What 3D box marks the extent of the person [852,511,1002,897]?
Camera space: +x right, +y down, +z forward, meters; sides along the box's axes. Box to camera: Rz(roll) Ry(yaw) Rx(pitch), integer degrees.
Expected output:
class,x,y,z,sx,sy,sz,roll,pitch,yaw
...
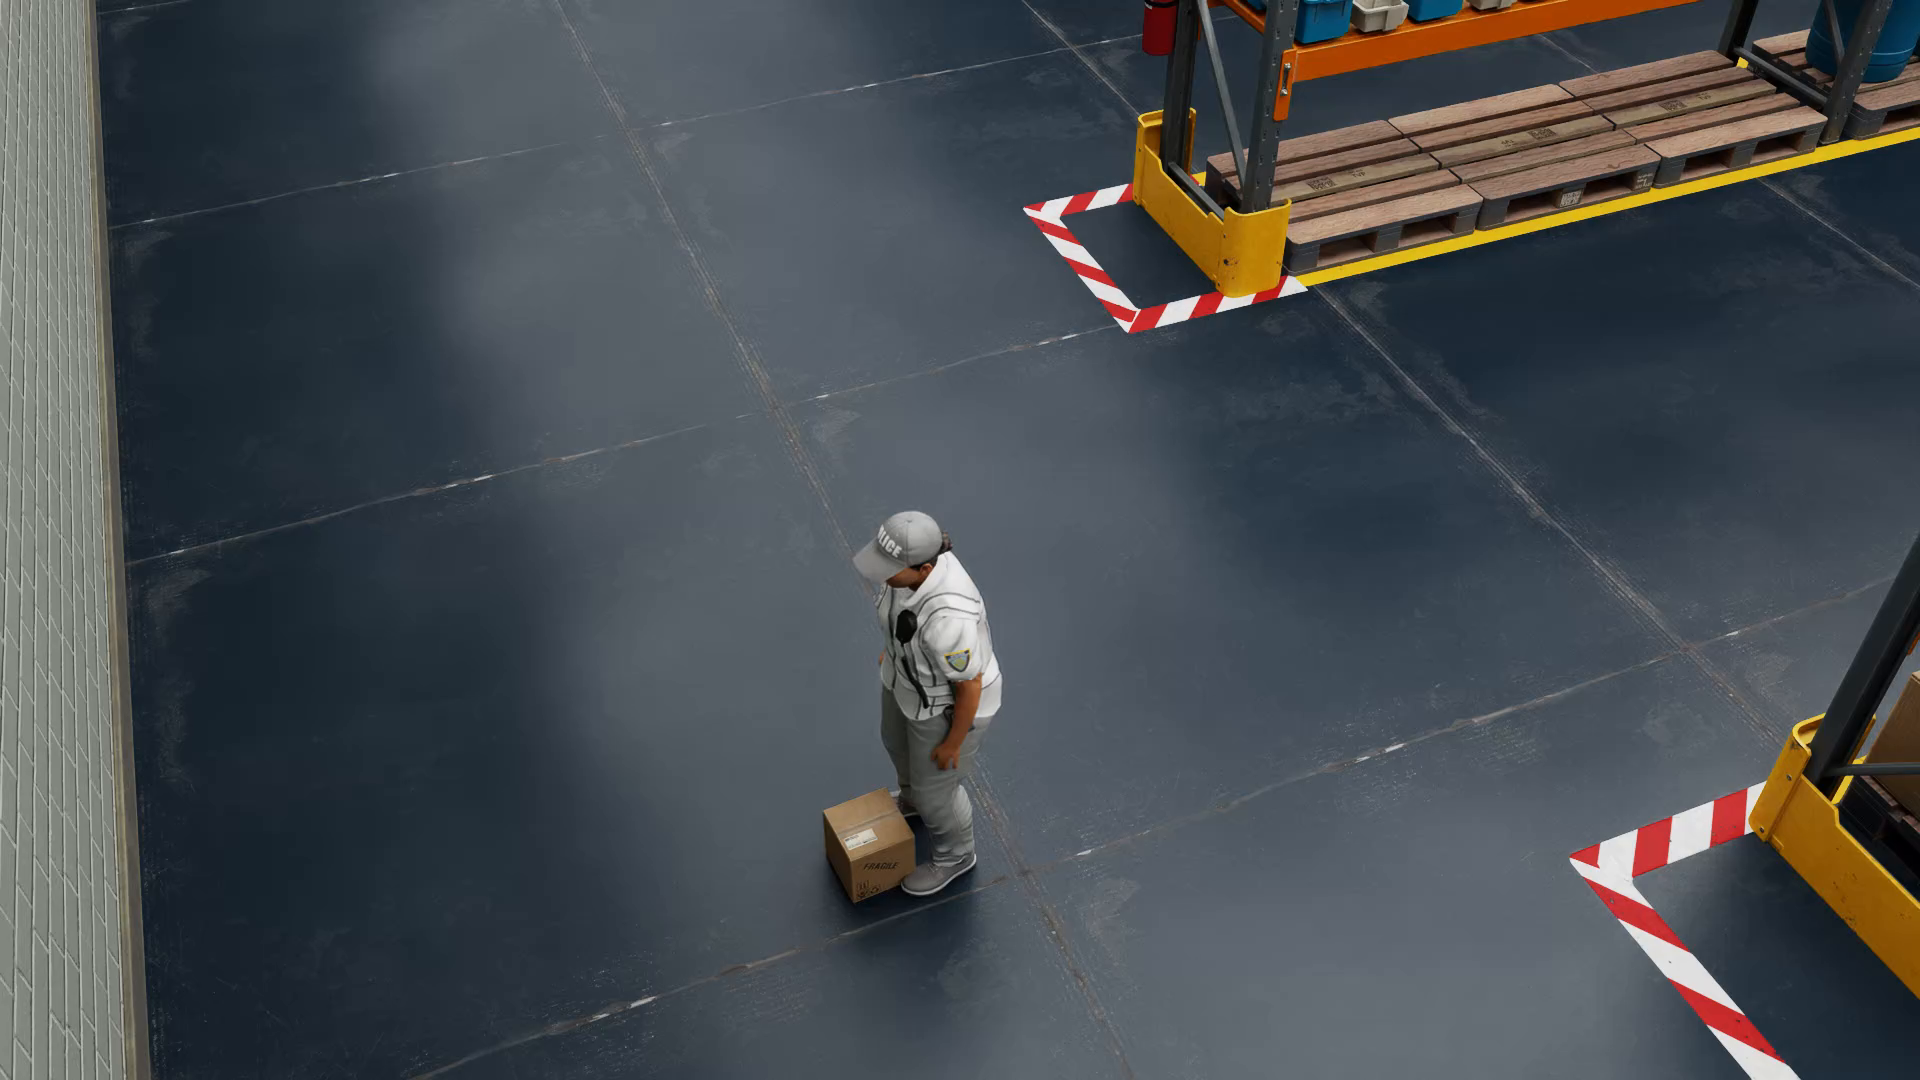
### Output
class,x,y,z,sx,sy,sz,roll,pitch,yaw
person,-0.124,0.517,5.580,0.463,1.667,0.563,-18,45,-19
